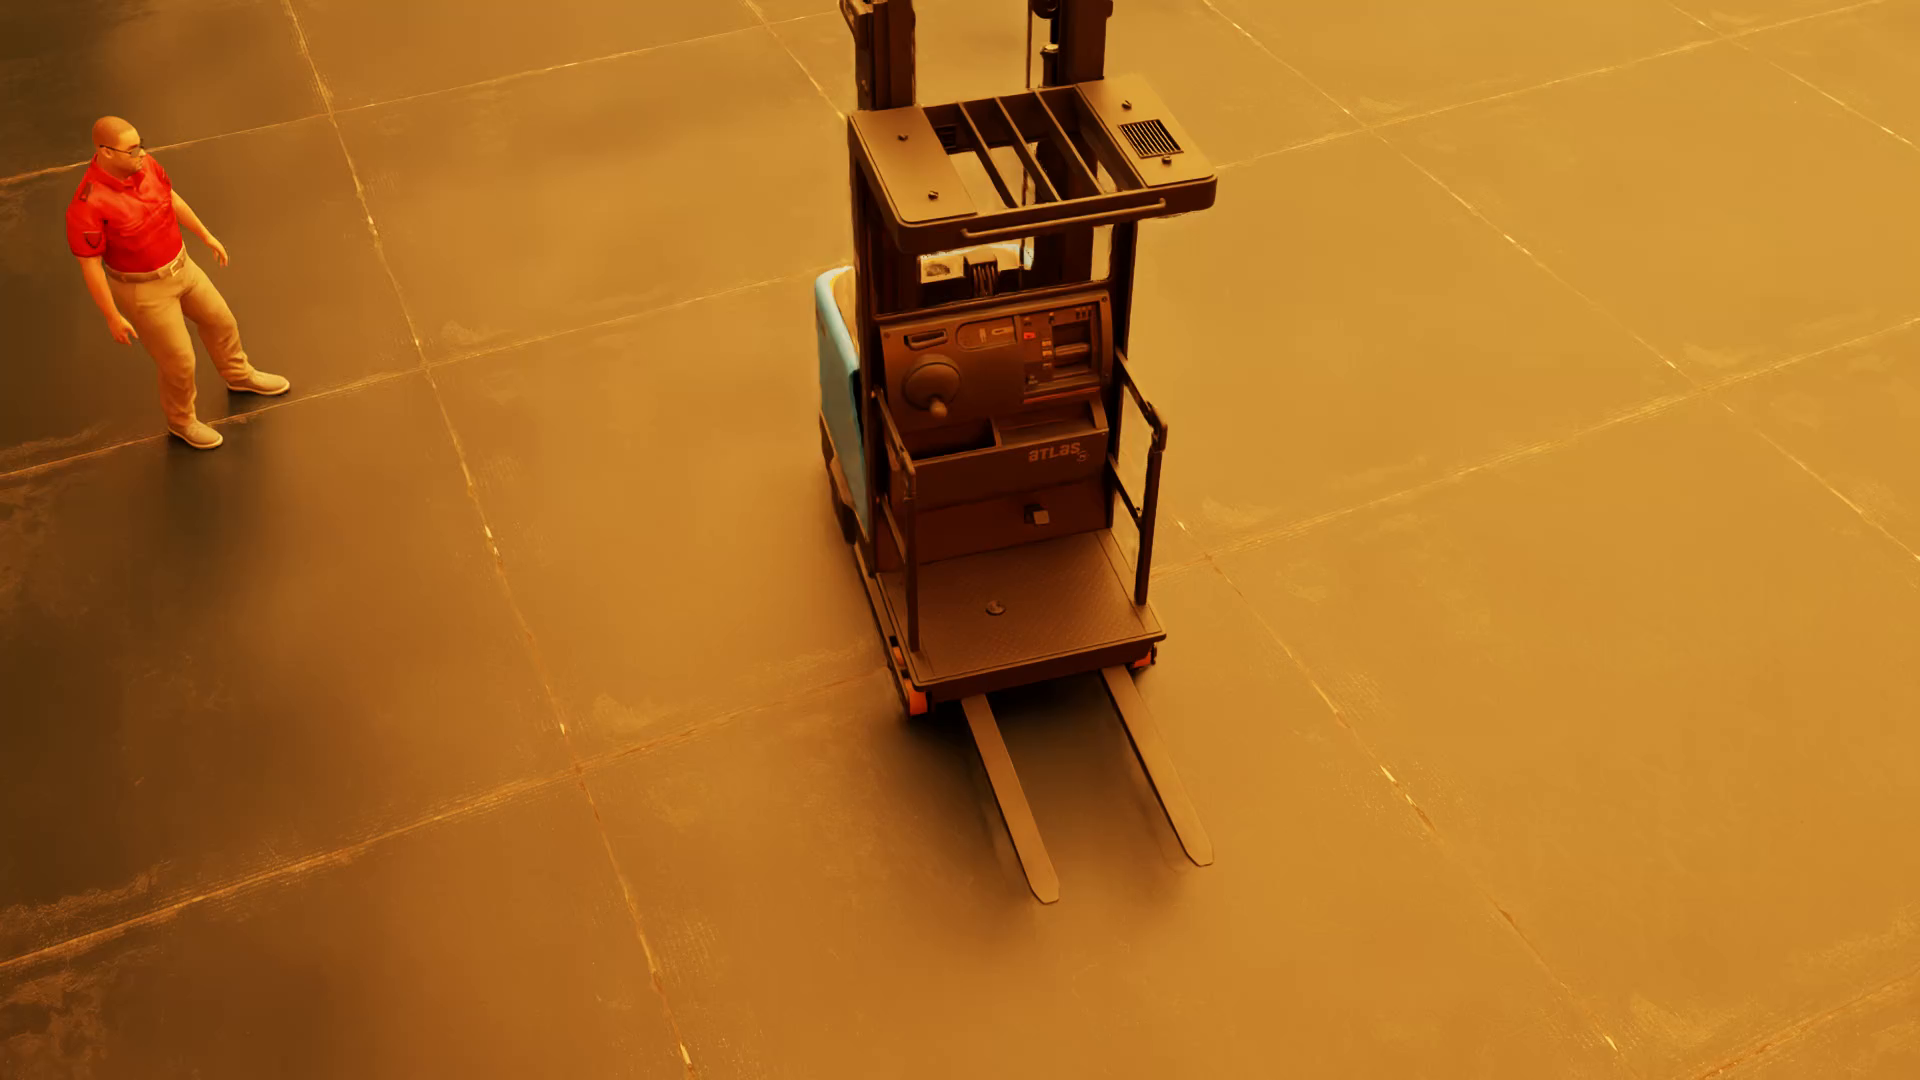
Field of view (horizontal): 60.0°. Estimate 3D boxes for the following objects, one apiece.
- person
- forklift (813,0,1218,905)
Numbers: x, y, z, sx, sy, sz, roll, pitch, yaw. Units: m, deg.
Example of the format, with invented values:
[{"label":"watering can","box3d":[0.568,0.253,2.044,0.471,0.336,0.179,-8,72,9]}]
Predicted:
[{"label":"person","box3d":[-3.772,-1.233,7.896,0.425,1.710,0.740,10,44,11]},{"label":"forklift","box3d":[0.211,-0.633,6.358,1.130,2.935,3.031,-11,44,-12]}]
